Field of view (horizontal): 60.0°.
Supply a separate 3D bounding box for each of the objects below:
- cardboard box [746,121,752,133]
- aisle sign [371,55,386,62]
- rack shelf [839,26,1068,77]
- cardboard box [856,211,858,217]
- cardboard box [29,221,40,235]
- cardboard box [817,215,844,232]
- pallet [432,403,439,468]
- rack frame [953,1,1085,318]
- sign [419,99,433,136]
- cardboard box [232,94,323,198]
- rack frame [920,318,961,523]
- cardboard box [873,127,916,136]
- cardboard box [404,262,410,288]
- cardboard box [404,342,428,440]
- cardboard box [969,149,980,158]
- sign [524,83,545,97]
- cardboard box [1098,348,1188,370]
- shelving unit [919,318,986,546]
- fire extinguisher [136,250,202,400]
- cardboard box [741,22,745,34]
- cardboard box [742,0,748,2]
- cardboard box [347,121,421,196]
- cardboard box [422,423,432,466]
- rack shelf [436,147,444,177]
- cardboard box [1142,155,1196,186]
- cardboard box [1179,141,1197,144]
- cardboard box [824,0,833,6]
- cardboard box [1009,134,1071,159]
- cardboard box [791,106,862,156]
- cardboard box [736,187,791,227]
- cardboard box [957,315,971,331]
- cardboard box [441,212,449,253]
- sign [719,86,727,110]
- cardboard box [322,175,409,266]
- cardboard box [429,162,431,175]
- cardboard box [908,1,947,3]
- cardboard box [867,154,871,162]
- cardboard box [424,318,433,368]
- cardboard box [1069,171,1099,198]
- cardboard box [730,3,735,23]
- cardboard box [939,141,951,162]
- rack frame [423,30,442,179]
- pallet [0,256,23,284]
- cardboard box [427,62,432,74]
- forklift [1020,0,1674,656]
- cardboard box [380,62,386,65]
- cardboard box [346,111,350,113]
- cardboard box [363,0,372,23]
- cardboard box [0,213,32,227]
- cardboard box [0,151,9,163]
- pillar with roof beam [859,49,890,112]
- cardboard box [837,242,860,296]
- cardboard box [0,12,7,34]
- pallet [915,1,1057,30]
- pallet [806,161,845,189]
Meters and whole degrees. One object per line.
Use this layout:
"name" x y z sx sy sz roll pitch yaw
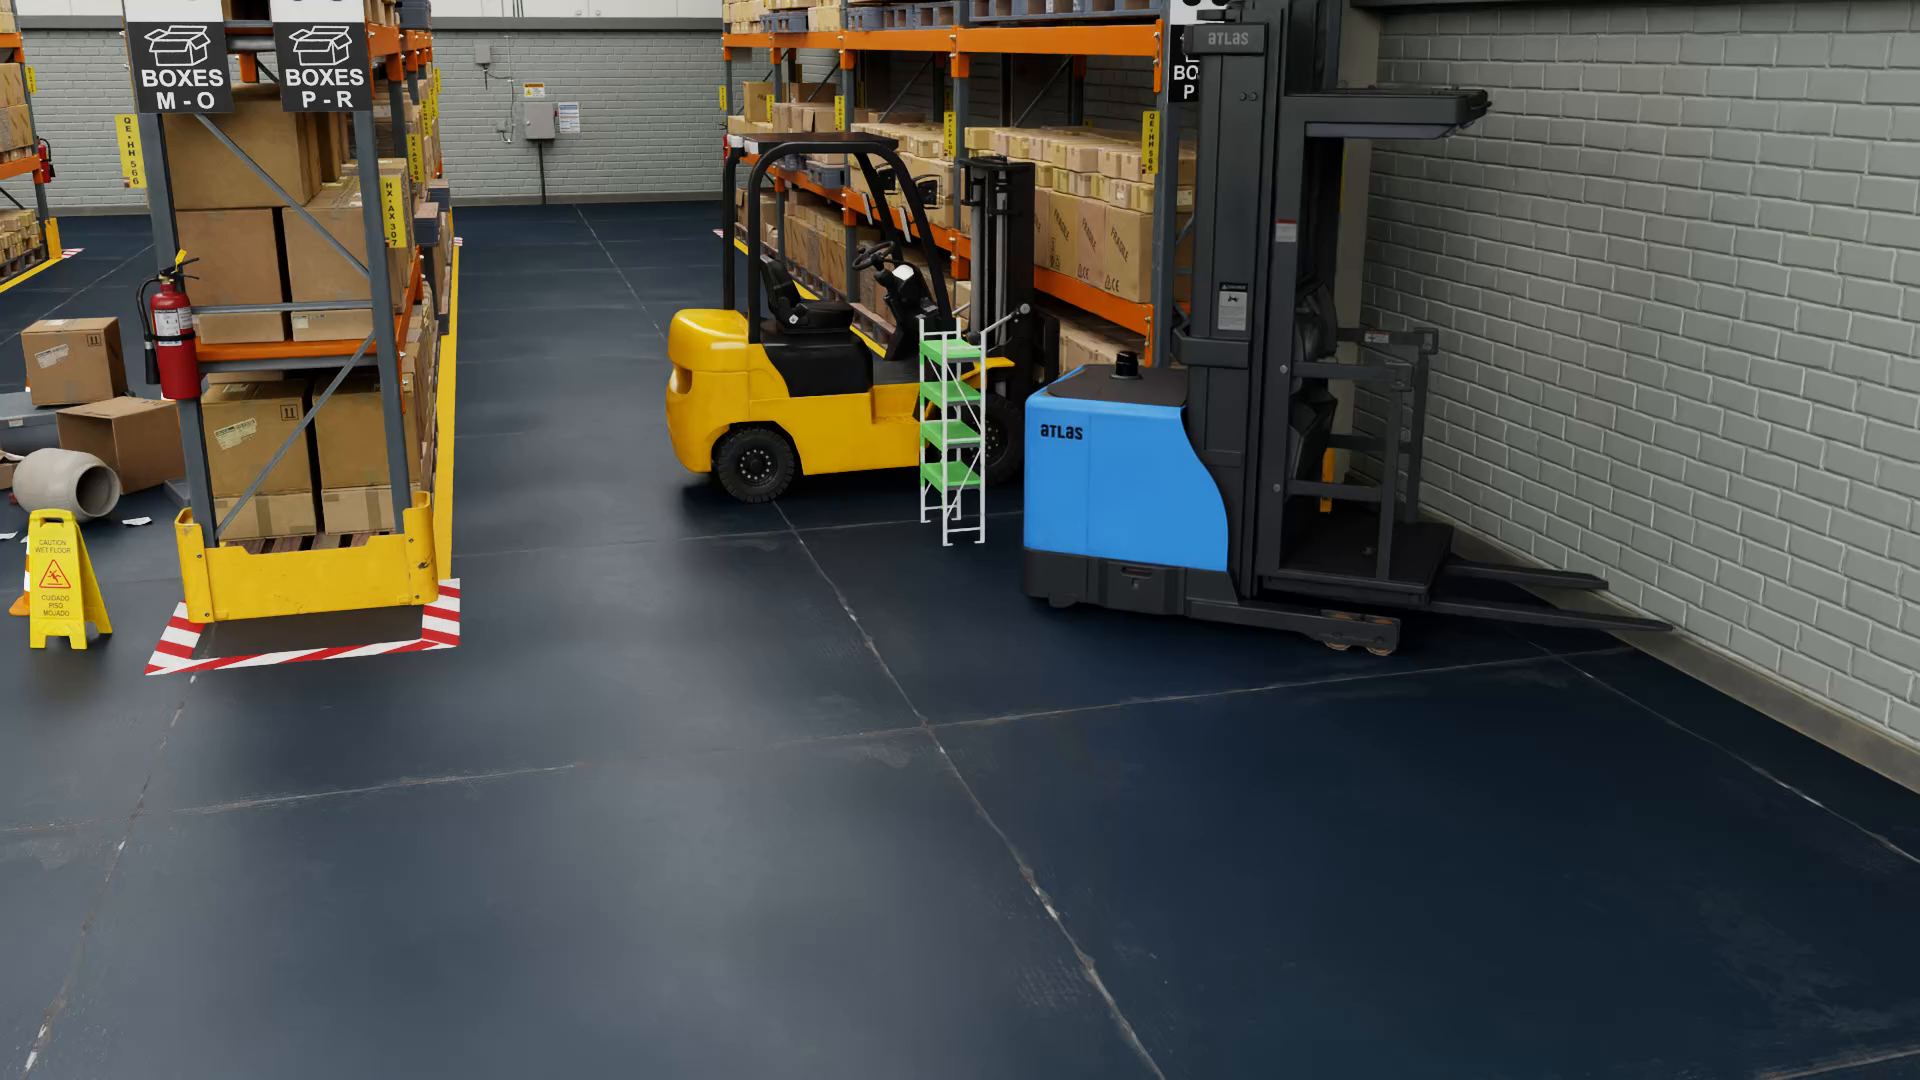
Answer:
"cardboard box" -2.543 -5.423 22.036 0.500 0.250 0.500 -5 17 -17
"aisle sign" -7.921 -6.767 22.247 0.394 0.787 0.004 -5 17 -15
"rack shelf" -0.103 -4.244 14.405 1.077 0.370 4.000 -5 17 -15
"cardboard box" -0.976 -3.693 19.020 0.380 0.149 0.250 -4 17 -14
"cardboard box" -11.935 -3.961 21.132 0.380 0.149 0.250 -5 17 -17
"cardboard box" -1.369 -3.506 18.397 0.380 0.149 0.250 -6 18 -18
"pallet" -4.106 -0.687 11.373 1.003 0.211 1.213 -5 17 -15
"rack frame" 0.447 -2.599 12.891 1.000 3.000 0.127 -5 17 -15
"sign" -4.905 -3.874 15.261 0.100 0.325 0.005 -5 17 -15
"cardboard box" -3.707 -2.033 8.578 0.700 0.500 0.500 -5 17 -15
"rack frame" -0.113 -0.688 9.657 0.240 1.200 0.015 -5 17 -15
"cardboard box" -0.594 -3.739 15.383 0.380 0.149 0.250 -4 17 -15
"cardboard box" -3.514 -1.598 9.996 0.380 0.149 0.250 -5 17 -15
"cardboard box" -3.466 -0.878 9.907 0.500 0.500 0.500 -4 17 -14
"cardboard box" 0.282 -2.849 12.421 0.380 0.149 0.250 -5 17 -16
"sign" -7.245 -7.657 28.294 0.339 0.242 0.001 -5 17 -15
"cardboard box" 1.120 -0.959 9.741 0.500 0.250 0.500 -4 17 -13
"shelving unit" -0.046 -0.620 9.432 0.258 1.200 0.503 -5 17 -15
"fire extinguisher" -3.637 -0.994 7.682 0.296 0.674 0.183 -5 17 -15
"cardboard box" -2.659 -6.697 21.754 0.380 0.149 0.250 -5 17 -15
"cardboard box" -2.548 -7.102 21.543 0.500 0.250 0.500 -4 17 -14
"cardboard box" -4.178 -2.750 11.971 0.500 0.500 0.500 -4 17 -14
"cardboard box" -3.476 -0.520 10.020 0.500 0.250 0.500 -4 17 -12
"rack shelf" -7.073 -4.627 20.893 1.077 0.370 4.000 -5 17 -15
"cardboard box" 1.245 -2.076 9.332 0.380 0.149 0.250 -5 17 -15
"cardboard box" 1.406 -2.472 10.647 0.380 0.149 0.250 -5 17 -17
"cardboard box" -1.192 -5.554 17.080 0.380 0.149 0.250 -5 17 -15
"cardboard box" 0.556 -2.705 11.423 0.380 0.149 0.250 -5 17 -16
"cardboard box" -1.476 -4.549 18.479 0.700 0.500 0.500 -5 17 -16
"cardboard box" -2.774 -4.747 23.652 0.797 0.503 0.637 -5 18 -17
"cardboard box" 0.283 -1.565 12.628 0.500 0.250 0.500 -5 17 -16
"cardboard box" -6.839 -3.822 20.687 0.875 0.438 0.875 -5 17 -17
"sign" -3.373 -6.290 23.674 0.100 0.325 0.005 -5 17 -15
"cardboard box" -3.523 -1.867 9.761 0.500 0.500 0.500 -5 17 -16
"cardboard box" -5.898 -3.961 17.684 0.500 0.250 0.500 -5 17 -17
"cardboard box" -0.207 -5.139 15.490 0.500 0.250 0.500 -5 17 -15
"cardboard box" -0.629 -3.593 15.590 0.500 0.250 0.500 -4 17 -14
"cardboard box" -4.672 -1.492 13.042 0.950 0.372 0.625 -4 17 -12
"cardboard box" 0.894 -2.210 10.293 0.380 0.149 0.250 -5 18 -17
"cardboard box" -2.832 -7.142 22.545 0.500 0.250 0.500 -4 17 -14
"cardboard box" 0.051 -3.105 13.272 0.380 0.149 0.250 -5 17 -16
"rack frame" -7.622 -5.525 22.631 1.000 3.000 0.127 -5 17 -15
"pallet" -11.812 -3.185 19.688 1.003 0.211 1.213 -5 17 -15
"cardboard box" -7.086 -6.146 21.659 0.380 0.149 0.250 -5 17 -16
"forklift" 1.872 -1.044 7.831 3.031 2.935 1.130 7 18 21
"cardboard box" -7.651 -6.176 21.757 0.380 0.149 0.250 -4 17 -14
"cardboard box" -5.220 -3.271 13.706 0.500 0.500 0.500 -4 17 -14
"cardboard box" -3.004 -2.533 7.893 0.380 0.149 0.250 -5 17 -15
"cardboard box" -11.758 -3.964 20.627 0.380 0.149 0.250 -5 17 -16
"cardboard box" -11.740 -4.634 20.101 0.380 0.149 0.250 -6 18 -18
"pillar with roof beam" -5.216 -7.609 19.140 9.100 9.000 0.400 -5 17 -15
"cardboard box" -0.975 -2.810 17.206 0.500 0.500 0.500 -4 17 -14
"cardboard box" -11.827 -6.225 20.008 0.500 0.250 0.500 -5 17 -15
"pallet" 0.192 -4.187 13.296 0.805 0.209 1.217 -5 18 -17
"pallet" -0.906 -3.796 17.208 1.213 0.211 1.003 -5 17 -15
